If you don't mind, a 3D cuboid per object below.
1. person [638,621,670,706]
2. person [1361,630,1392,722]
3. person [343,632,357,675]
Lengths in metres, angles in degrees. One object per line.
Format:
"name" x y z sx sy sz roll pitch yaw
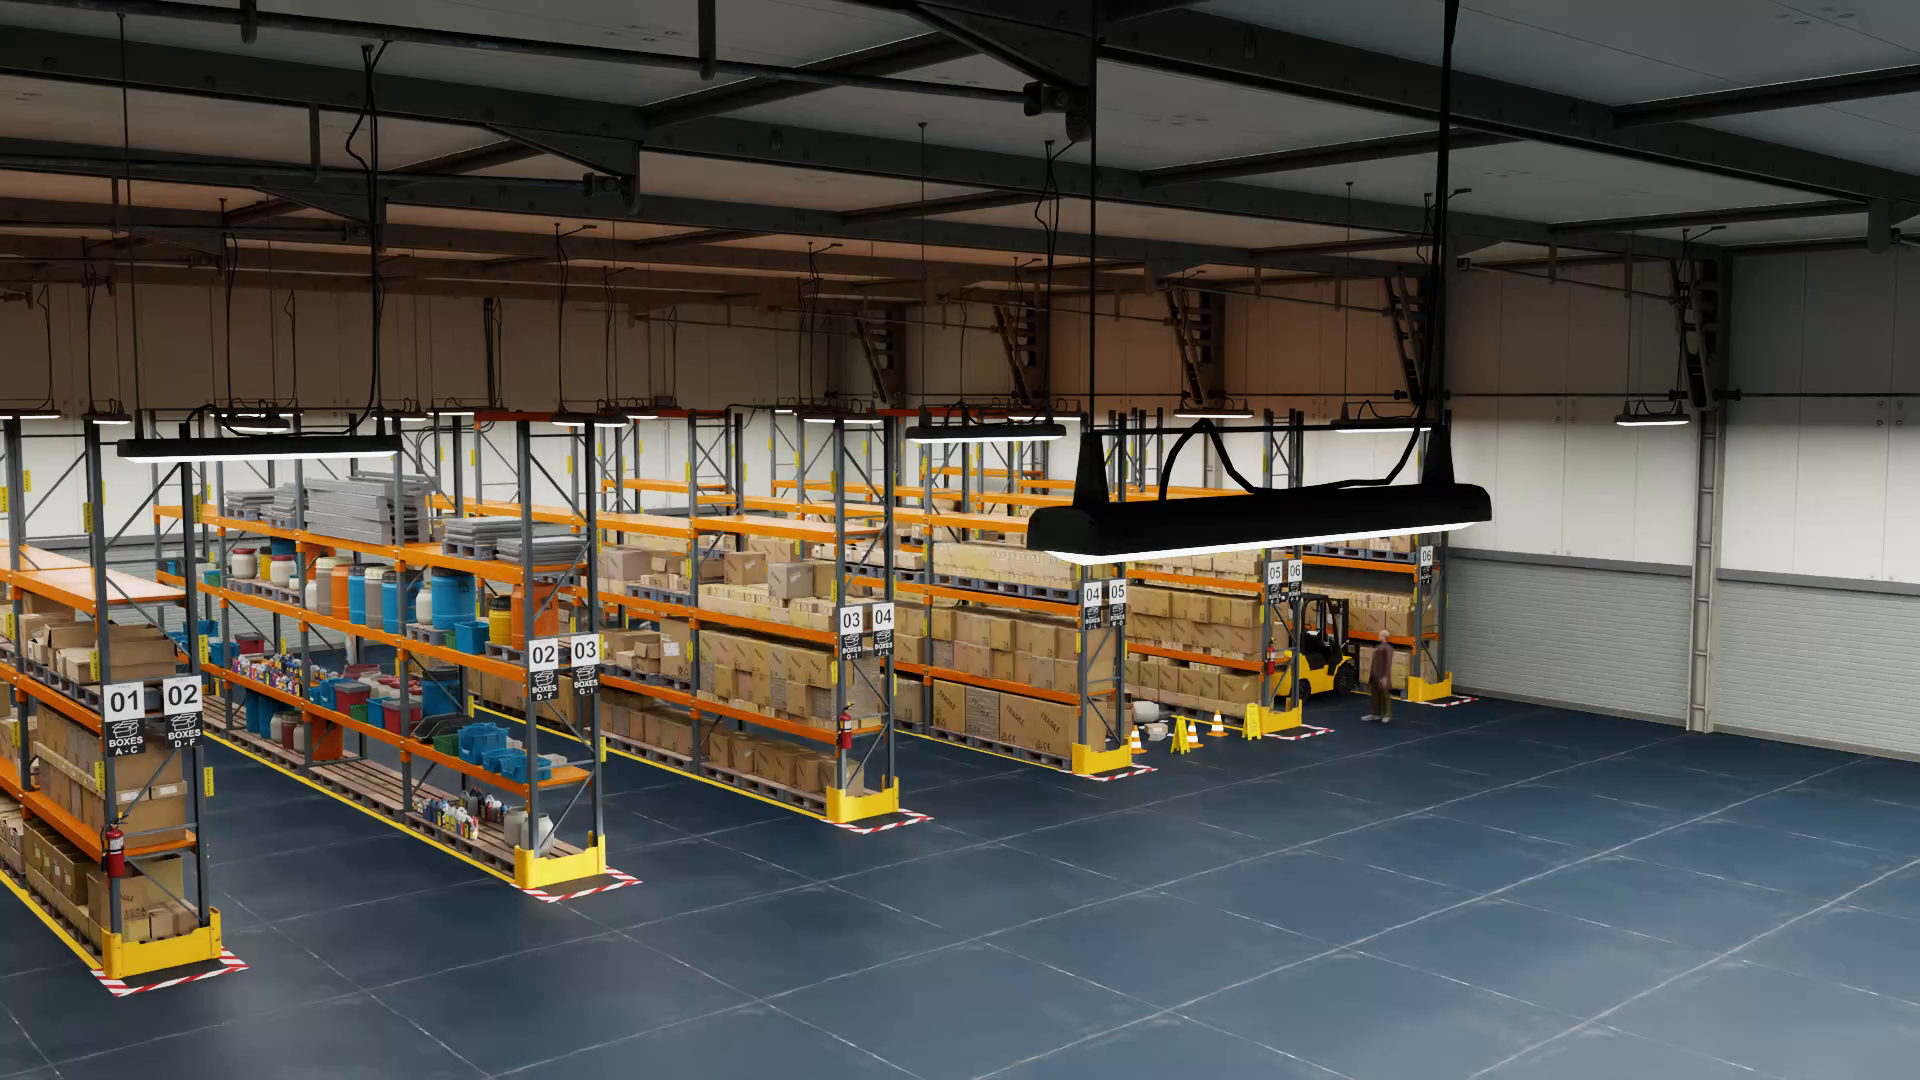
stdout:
"person" -6.181 2.514 33.494 0.598 1.769 0.578 0 5 2
"person" 8.109 2.619 32.098 0.460 1.791 0.661 -2 6 -25
"person" -13.262 2.316 36.202 0.429 1.666 0.474 0 5 -1
